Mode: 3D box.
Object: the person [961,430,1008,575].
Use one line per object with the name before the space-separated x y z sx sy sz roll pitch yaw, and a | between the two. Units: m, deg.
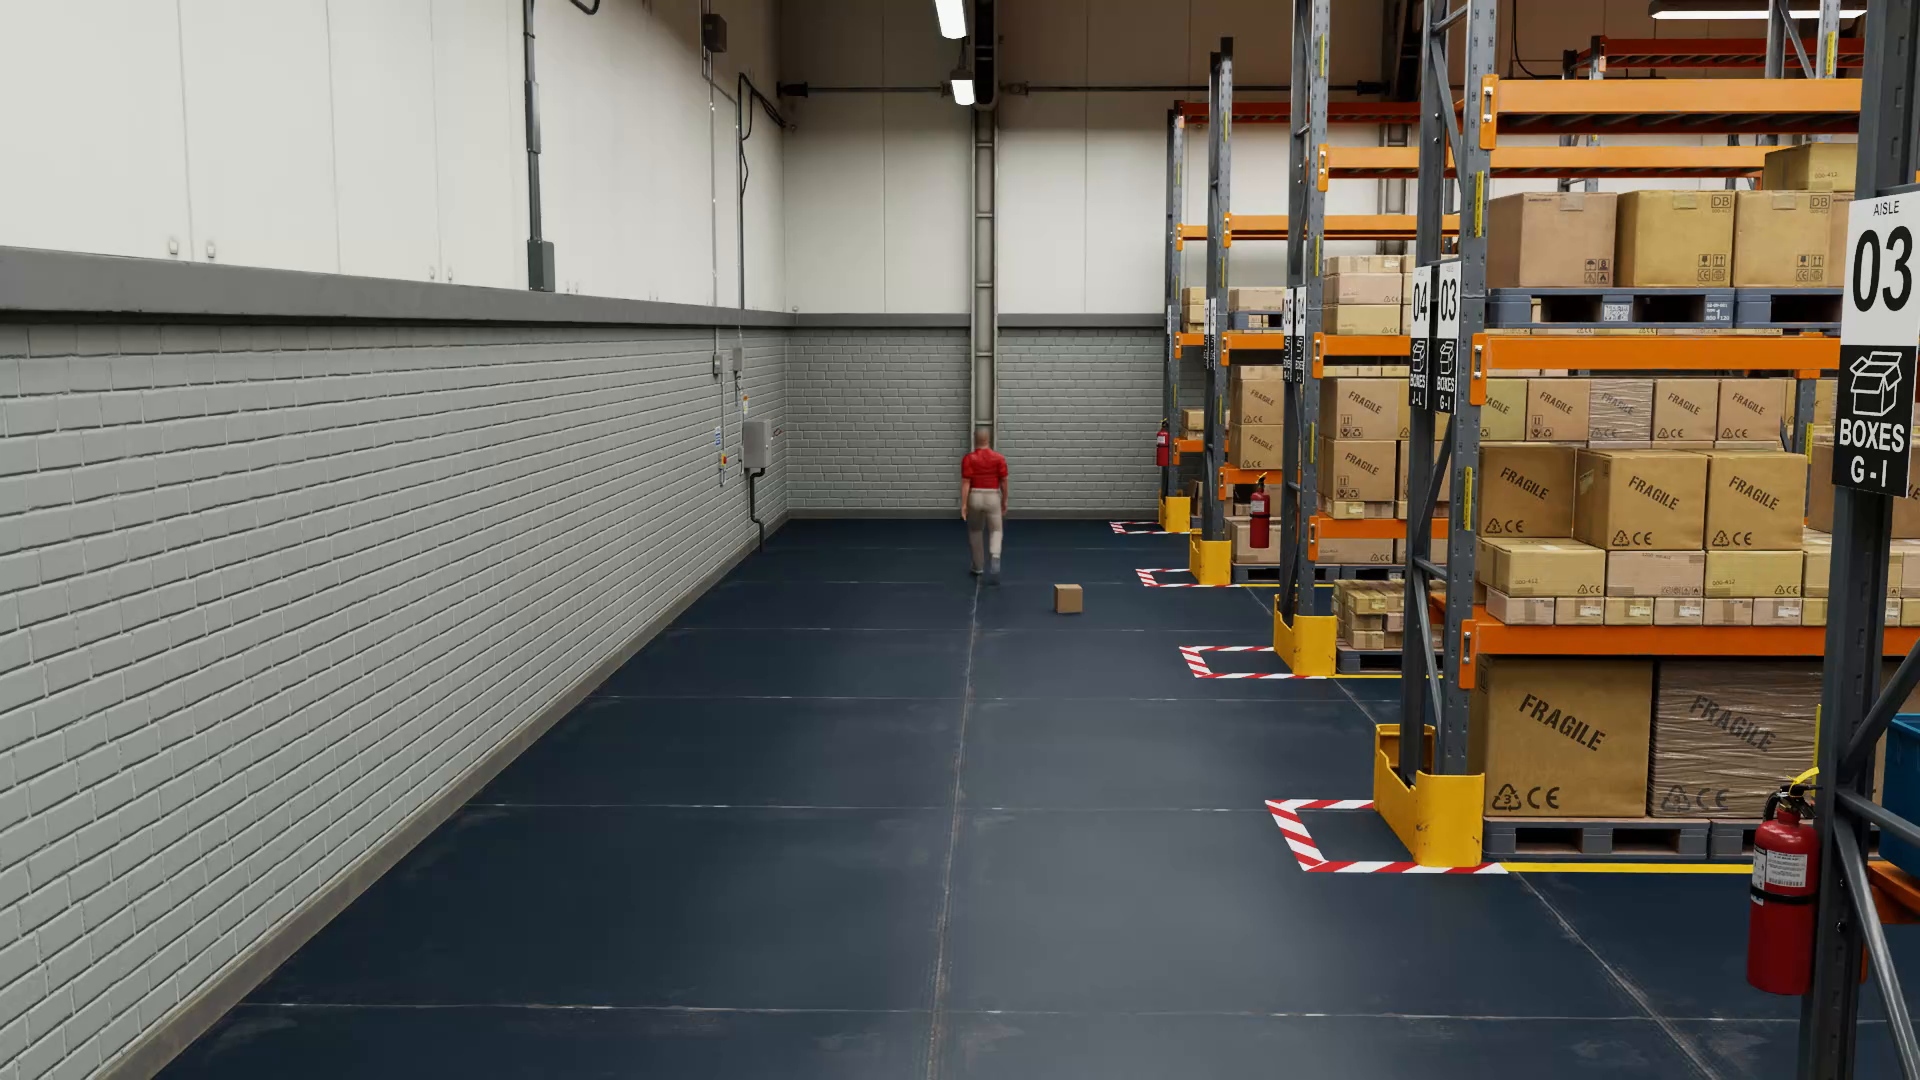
person | 0.286 -0.431 19.213 0.549 1.684 0.874 0 7 -2
